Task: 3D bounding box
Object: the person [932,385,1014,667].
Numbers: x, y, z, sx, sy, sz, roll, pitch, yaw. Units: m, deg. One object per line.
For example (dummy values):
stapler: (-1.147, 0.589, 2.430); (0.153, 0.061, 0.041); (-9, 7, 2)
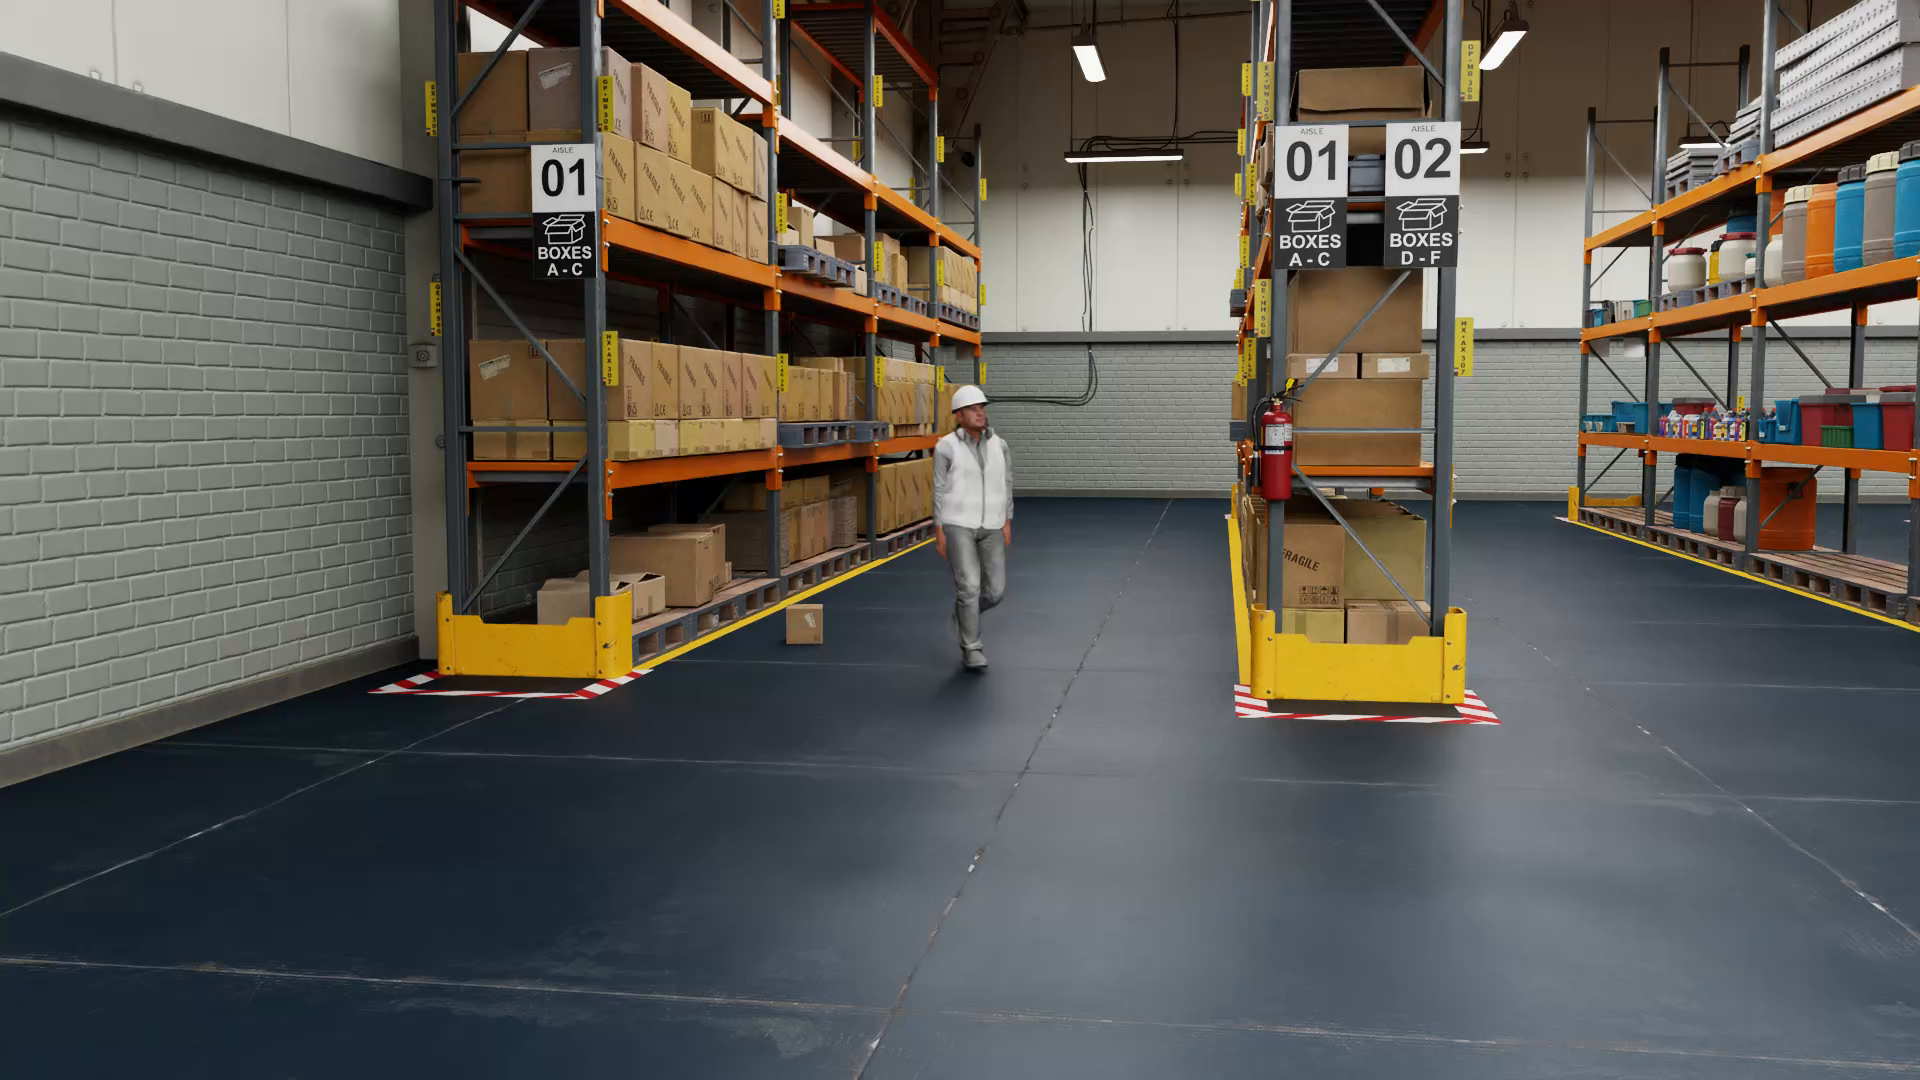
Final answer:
person: (0.067, -0.098, 10.543); (0.549, 1.755, 0.743); (-2, 5, -23)
